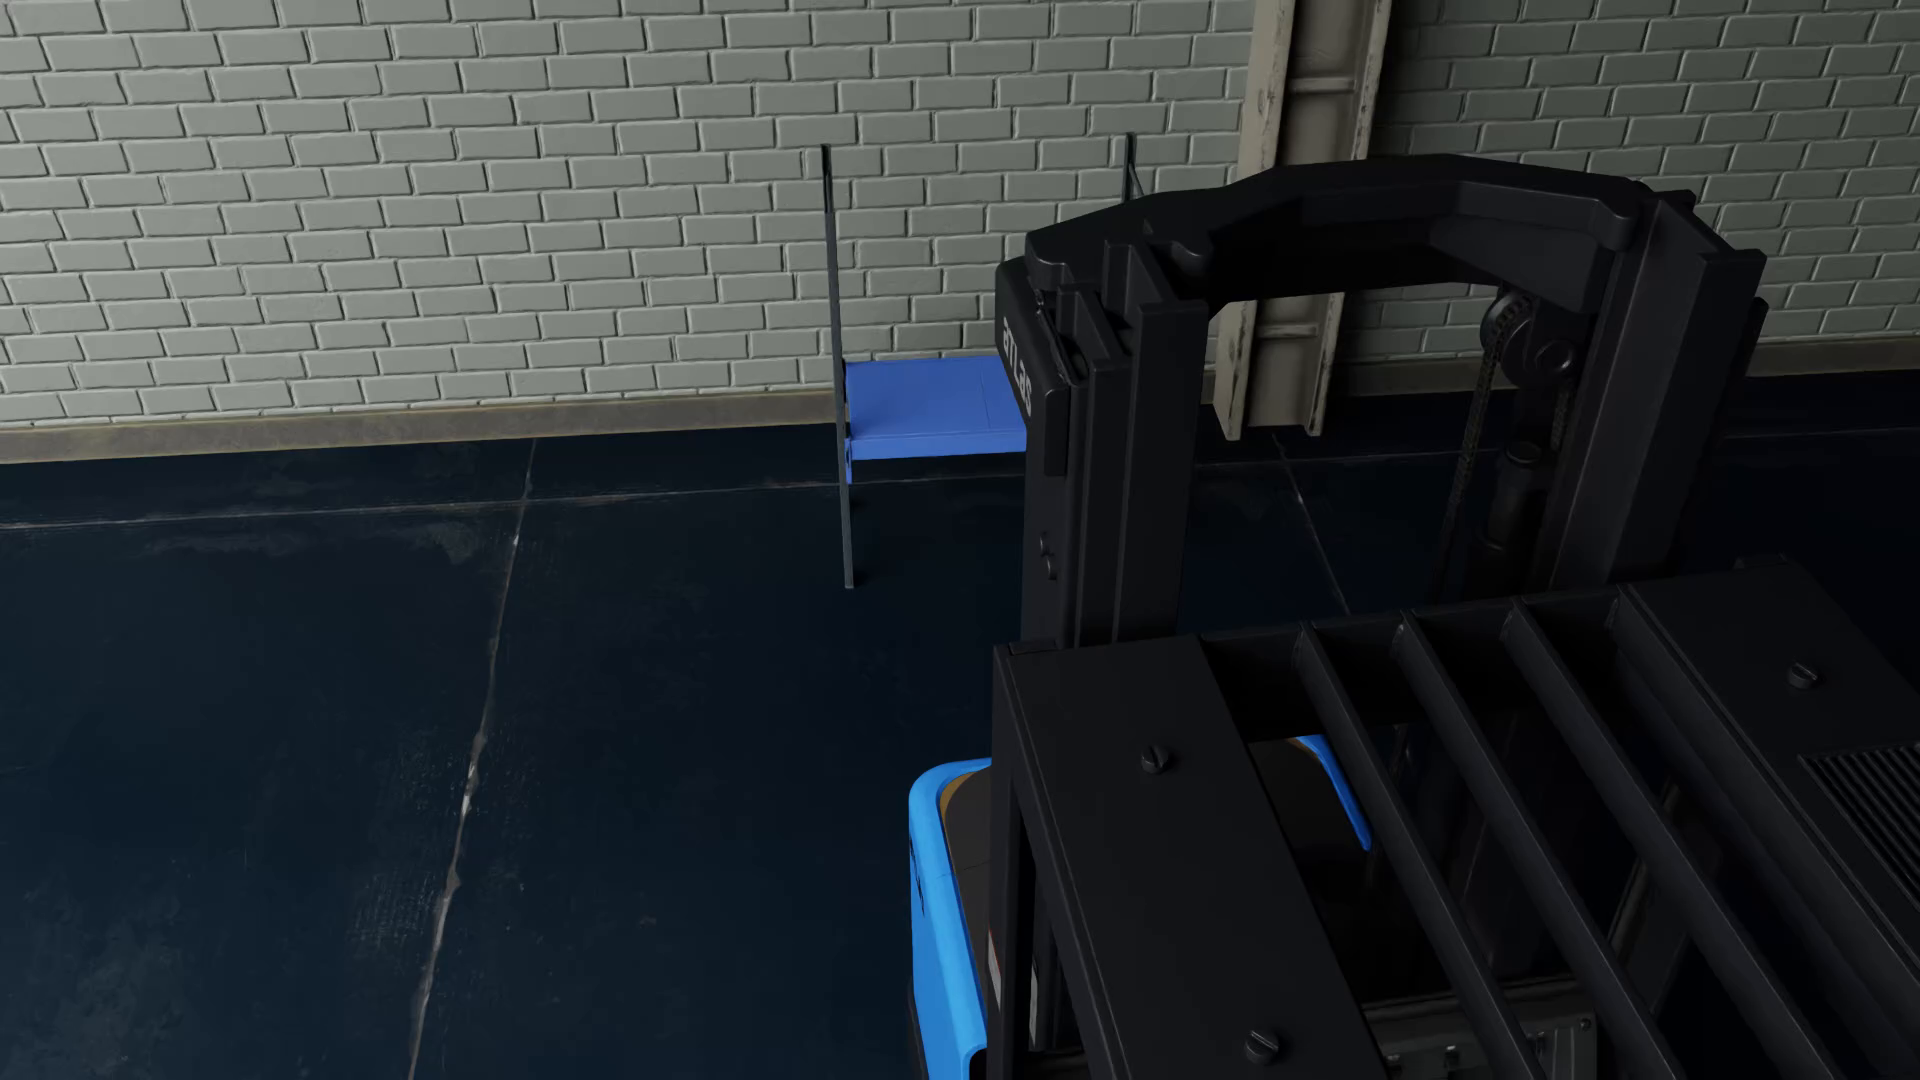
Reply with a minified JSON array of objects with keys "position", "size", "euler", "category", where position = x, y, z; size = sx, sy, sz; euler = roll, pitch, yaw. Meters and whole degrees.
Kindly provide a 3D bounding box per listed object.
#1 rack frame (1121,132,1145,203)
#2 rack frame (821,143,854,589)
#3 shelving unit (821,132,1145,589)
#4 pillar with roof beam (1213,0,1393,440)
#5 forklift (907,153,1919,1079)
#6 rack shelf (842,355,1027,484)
[{"position":[0.591,-0.621,5.827],"size":[0.032,1.500,0.500],"euler":[-3,38,-4],"category":"rack frame"},{"position":[-0.421,-0.566,5.756],"size":[0.032,1.500,0.500],"euler":[-3,38,-4],"category":"rack frame"},{"position":[0.085,-0.593,5.791],"size":[1.048,1.500,0.538],"euler":[-3,38,-4],"category":"shelving unit"},{"position":[1.651,-1.387,0.743],"size":[0.400,9.000,9.100],"euler":[-3,38,-4],"category":"pillar with roof beam"},{"position":[0.627,1.064,2.535],"size":[1.130,2.935,3.031],"euler":[-6,39,-8],"category":"forklift"},{"position":[0.085,-0.452,5.903],"size":[1.000,0.185,0.538],"euler":[-3,38,-4],"category":"rack shelf"}]
